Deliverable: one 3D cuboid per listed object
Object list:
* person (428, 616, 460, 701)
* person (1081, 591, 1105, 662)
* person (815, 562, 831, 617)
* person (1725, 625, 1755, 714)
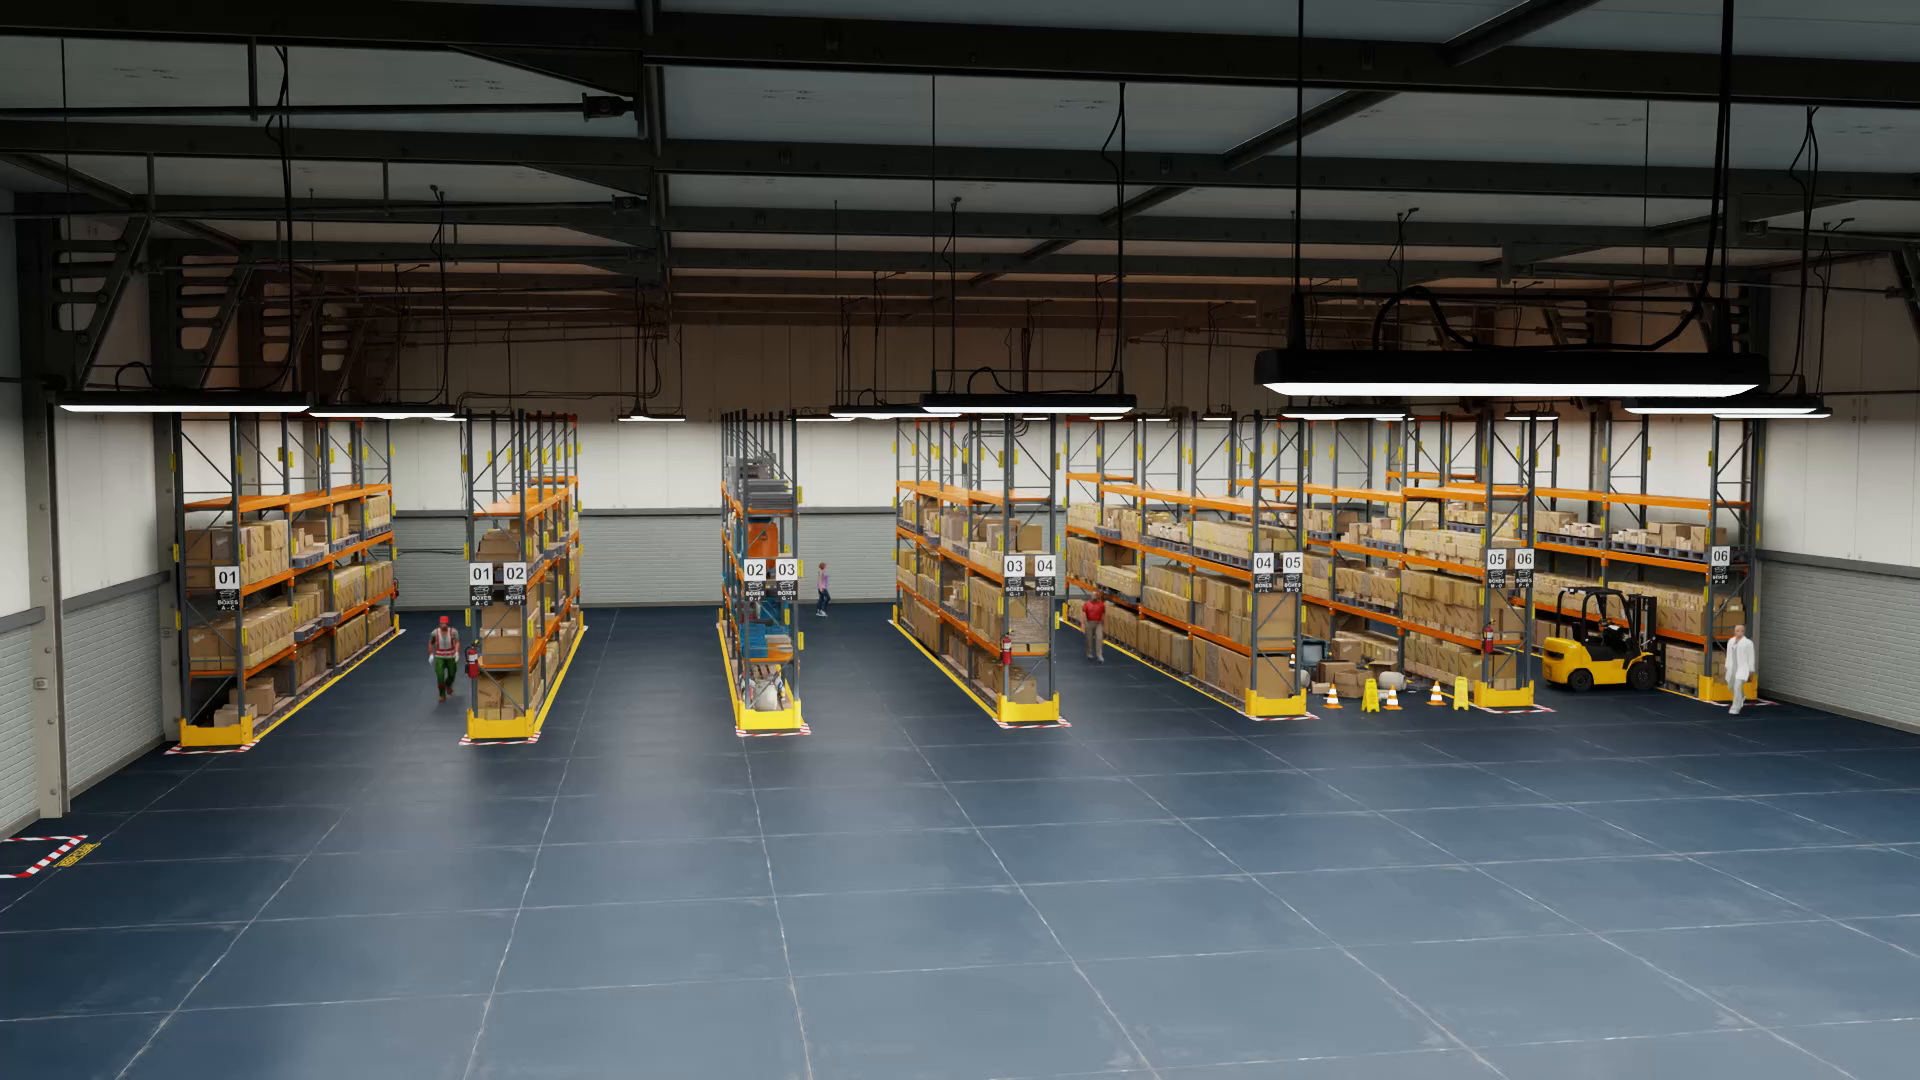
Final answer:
[{"bbox_3d":[-10.738,2.436,34.607,0.627,1.765,0.705,-1,4,-20],"label":"person"},{"bbox_3d":[3.221,2.069,40.108,0.634,1.665,1.038,0,4,-4],"label":"person"},{"bbox_3d":[-4.089,1.472,49.578,0.448,1.625,0.429,-1,4,-9],"label":"person"},{"bbox_3d":[15.428,2.545,32.868,0.990,1.745,0.578,-4,5,-41],"label":"person"}]
